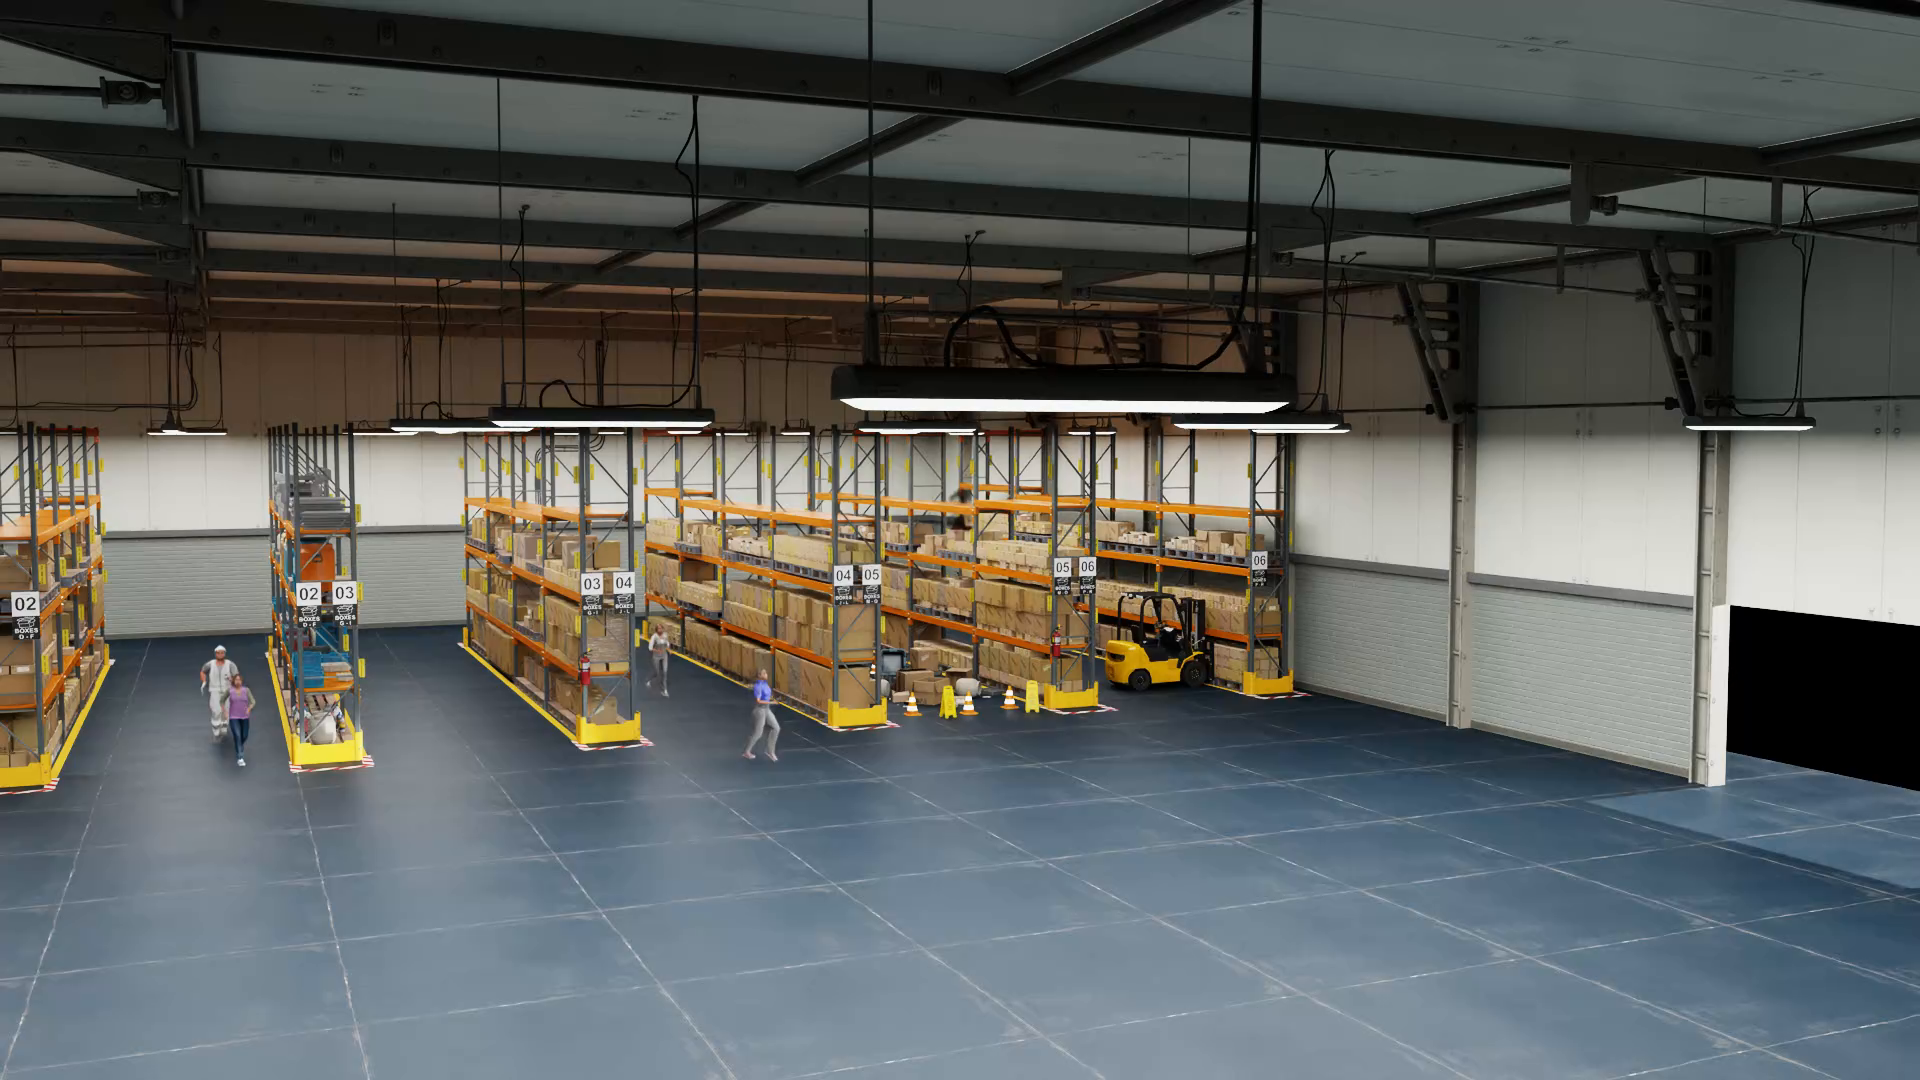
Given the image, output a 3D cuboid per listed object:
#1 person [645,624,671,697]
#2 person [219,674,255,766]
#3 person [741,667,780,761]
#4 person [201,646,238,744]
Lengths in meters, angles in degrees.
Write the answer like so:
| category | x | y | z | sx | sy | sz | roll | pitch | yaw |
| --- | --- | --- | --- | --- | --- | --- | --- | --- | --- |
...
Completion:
| category | x | y | z | sx | sy | sz | roll | pitch | yaw |
| --- | --- | --- | --- | --- | --- | --- | --- | --- | --- |
| person | -6.730 | 2.662 | 37.179 | 0.550 | 1.599 | 0.859 | -2 | 4 | -33 |
| person | -12.712 | 3.138 | 29.274 | 0.565 | 1.578 | 0.812 | -2 | 4 | -33 |
| person | -3.534 | 3.108 | 29.526 | 0.726 | 1.705 | 0.576 | 1 | 4 | 14 |
| person | -13.964 | 2.912 | 31.392 | 0.645 | 1.841 | 0.767 | -2 | 4 | -30 |
